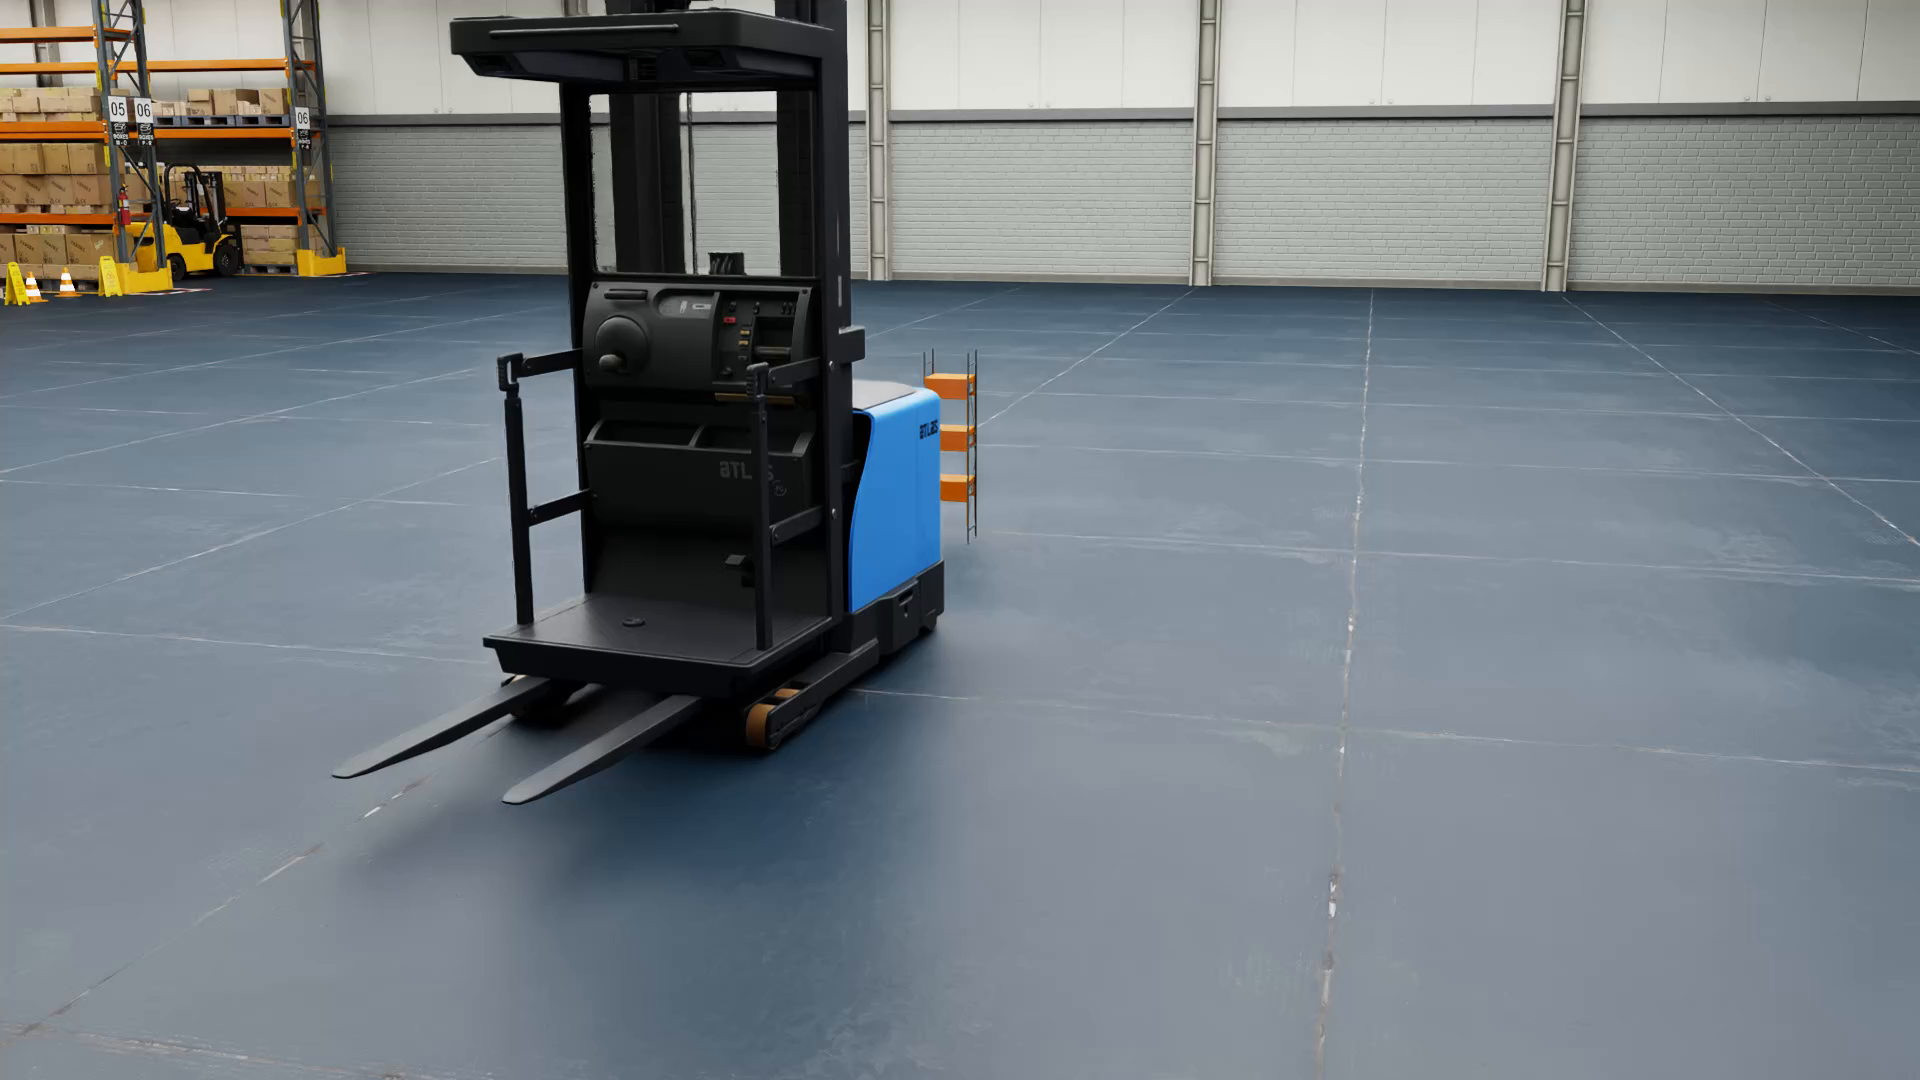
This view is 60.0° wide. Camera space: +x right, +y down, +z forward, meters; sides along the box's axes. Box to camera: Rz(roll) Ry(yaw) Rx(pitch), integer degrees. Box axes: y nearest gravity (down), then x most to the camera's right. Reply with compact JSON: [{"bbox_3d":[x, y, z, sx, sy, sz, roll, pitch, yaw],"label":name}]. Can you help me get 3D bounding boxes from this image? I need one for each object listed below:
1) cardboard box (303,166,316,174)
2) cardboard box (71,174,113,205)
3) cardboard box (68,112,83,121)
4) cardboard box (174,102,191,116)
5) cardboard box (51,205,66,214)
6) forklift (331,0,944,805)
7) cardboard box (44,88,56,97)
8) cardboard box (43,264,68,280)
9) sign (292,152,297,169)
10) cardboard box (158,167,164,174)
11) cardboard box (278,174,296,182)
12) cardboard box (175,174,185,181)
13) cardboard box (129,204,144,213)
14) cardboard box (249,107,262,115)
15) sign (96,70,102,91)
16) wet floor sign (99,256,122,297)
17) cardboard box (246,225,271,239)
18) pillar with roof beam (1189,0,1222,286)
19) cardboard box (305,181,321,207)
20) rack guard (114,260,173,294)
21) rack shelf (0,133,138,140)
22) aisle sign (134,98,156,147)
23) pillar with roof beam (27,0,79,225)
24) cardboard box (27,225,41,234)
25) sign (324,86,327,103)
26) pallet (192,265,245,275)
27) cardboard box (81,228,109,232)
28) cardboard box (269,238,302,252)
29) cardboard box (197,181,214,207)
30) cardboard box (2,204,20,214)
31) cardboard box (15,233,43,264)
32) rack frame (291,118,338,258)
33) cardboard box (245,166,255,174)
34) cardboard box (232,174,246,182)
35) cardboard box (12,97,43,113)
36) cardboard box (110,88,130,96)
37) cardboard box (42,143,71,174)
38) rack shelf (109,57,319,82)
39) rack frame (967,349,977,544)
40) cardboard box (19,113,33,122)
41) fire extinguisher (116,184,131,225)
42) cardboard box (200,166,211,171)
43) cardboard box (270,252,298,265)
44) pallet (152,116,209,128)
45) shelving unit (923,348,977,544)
[{"bbox_3d":[-12.965,-7.324,32.905,0.250,0.149,0.380,3,13,12],"label":"cardboard box"},{"bbox_3d":[-14.469,-5.871,27.855,0.500,0.500,0.500,3,13,13],"label":"cardboard box"},{"bbox_3d":[-14.539,-7.015,27.580,0.250,0.149,0.380,3,13,14],"label":"cardboard box"},{"bbox_3d":[-15.206,-8.470,32.672,0.258,0.266,0.396,3,13,12],"label":"cardboard box"},{"bbox_3d":[-15.064,-5.574,28.010,0.250,0.149,0.380,3,13,15],"label":"cardboard box"},{"bbox_3d":[-1.059,-0.787,6.014,1.130,2.935,3.031,5,13,20],"label":"forklift"},{"bbox_3d":[-15.002,-7.448,27.694,0.250,0.149,0.380,3,13,14],"label":"cardboard box"},{"bbox_3d":[-15.226,-4.584,28.347,0.500,0.250,0.500,3,13,14],"label":"cardboard box"},{"bbox_3d":[-12.834,-7.319,32.075,0.005,0.325,0.100,3,13,14],"label":"sign"},{"bbox_3d":[-15.810,-7.385,33.177,0.250,0.149,0.380,3,13,12],"label":"cardboard box"},{"bbox_3d":[-13.094,-7.076,32.472,0.250,0.149,0.380,3,13,14],"label":"cardboard box"},{"bbox_3d":[-15.340,-7.189,32.984,0.250,0.149,0.380,3,13,13],"label":"cardboard box"},{"bbox_3d":[-14.156,-5.646,28.335,0.250,0.149,0.380,3,13,14],"label":"cardboard box"},{"bbox_3d":[-13.568,-8.326,32.290,0.250,0.149,0.380,3,13,12],"label":"cardboard box"},{"bbox_3d":[-14.028,-7.488,27.090,0.005,0.325,0.100,3,13,14],"label":"sign"},{"bbox_3d":[-13.948,-4.323,27.228,0.232,0.644,0.267,8,15,33],"label":"wet floor sign"},{"bbox_3d":[-13.709,-6.085,32.808,0.500,0.250,0.500,3,13,15],"label":"cardboard box"},{"bbox_3d":[3.294,-8.066,24.814,0.400,9.000,9.100,3,13,14],"label":"pillar with roof beam"},{"bbox_3d":[-13.105,-6.884,33.106,0.500,0.500,0.500,3,13,15],"label":"cardboard box"},{"bbox_3d":[-13.950,-4.491,28.321,0.348,0.500,1.175,3,13,14],"label":"rack guard"},{"bbox_3d":[-18.516,-8.176,33.894,4.000,0.370,1.077,3,13,14],"label":"rack shelf"},{"bbox_3d":[-13.742,-7.038,28.030,0.004,0.787,0.394,3,13,14],"label":"aisle sign"},{"bbox_3d":[-20.007,-9.312,30.428,0.400,9.000,9.100,3,13,14],"label":"pillar with roof beam"},{"bbox_3d":[-15.588,-5.272,28.220,0.250,0.149,0.380,4,13,16],"label":"cardboard box"},{"bbox_3d":[-12.552,-8.797,32.834,0.005,0.325,0.100,3,13,14],"label":"sign"},{"bbox_3d":[-14.624,-5.485,33.466,1.213,0.211,1.003,3,13,14],"label":"pallet"},{"bbox_3d":[-17.835,-6.071,34.185,0.625,0.625,0.875,3,13,13],"label":"cardboard box"},{"bbox_3d":[-13.238,-5.817,32.753,0.500,0.250,0.500,3,13,13],"label":"cardboard box"},{"bbox_3d":[-14.721,-6.849,32.950,0.500,0.500,0.500,3,13,14],"label":"cardboard box"},{"bbox_3d":[-16.039,-5.633,28.277,0.250,0.149,0.380,3,13,13],"label":"cardboard box"},{"bbox_3d":[-15.712,-4.977,28.387,0.500,0.500,0.500,3,13,12],"label":"cardboard box"},{"bbox_3d":[-12.690,-6.751,32.738,0.127,3.000,1.000,3,13,14],"label":"rack frame"},{"bbox_3d":[-13.820,-7.279,32.701,0.250,0.149,0.380,3,13,14],"label":"cardboard box"},{"bbox_3d":[-14.095,-7.128,32.709,0.250,0.149,0.380,3,13,12],"label":"cardboard box"},{"bbox_3d":[-15.430,-7.266,27.791,0.500,0.250,0.500,3,13,15],"label":"cardboard box"},{"bbox_3d":[-14.172,-7.499,27.924,0.250,0.149,0.380,3,13,13],"label":"cardboard box"},{"bbox_3d":[-14.914,-6.398,27.919,0.500,0.500,0.700,3,13,14],"label":"cardboard box"},{"bbox_3d":[-14.632,-9.237,32.677,4.000,0.370,1.077,3,13,14],"label":"rack shelf"},{"bbox_3d":[0.067,-0.509,9.104,0.008,1.050,0.200,3,13,14],"label":"rack frame"},{"bbox_3d":[-15.526,-7.081,27.879,0.250,0.149,0.380,3,13,12],"label":"cardboard box"},{"bbox_3d":[-13.875,-5.567,27.577,0.183,0.674,0.296,3,13,14],"label":"fire extinguisher"},{"bbox_3d":[-14.819,-7.331,32.937,0.250,0.149,0.380,3,13,14],"label":"cardboard box"},{"bbox_3d":[-13.222,-5.572,32.800,0.500,0.250,0.500,3,13,14],"label":"cardboard box"},{"bbox_3d":[-15.740,-8.341,33.183,1.213,0.211,1.003,3,13,14],"label":"pallet"},{"bbox_3d":[-0.052,-0.515,9.133,0.252,1.050,0.215,3,13,14],"label":"shelving unit"}]
